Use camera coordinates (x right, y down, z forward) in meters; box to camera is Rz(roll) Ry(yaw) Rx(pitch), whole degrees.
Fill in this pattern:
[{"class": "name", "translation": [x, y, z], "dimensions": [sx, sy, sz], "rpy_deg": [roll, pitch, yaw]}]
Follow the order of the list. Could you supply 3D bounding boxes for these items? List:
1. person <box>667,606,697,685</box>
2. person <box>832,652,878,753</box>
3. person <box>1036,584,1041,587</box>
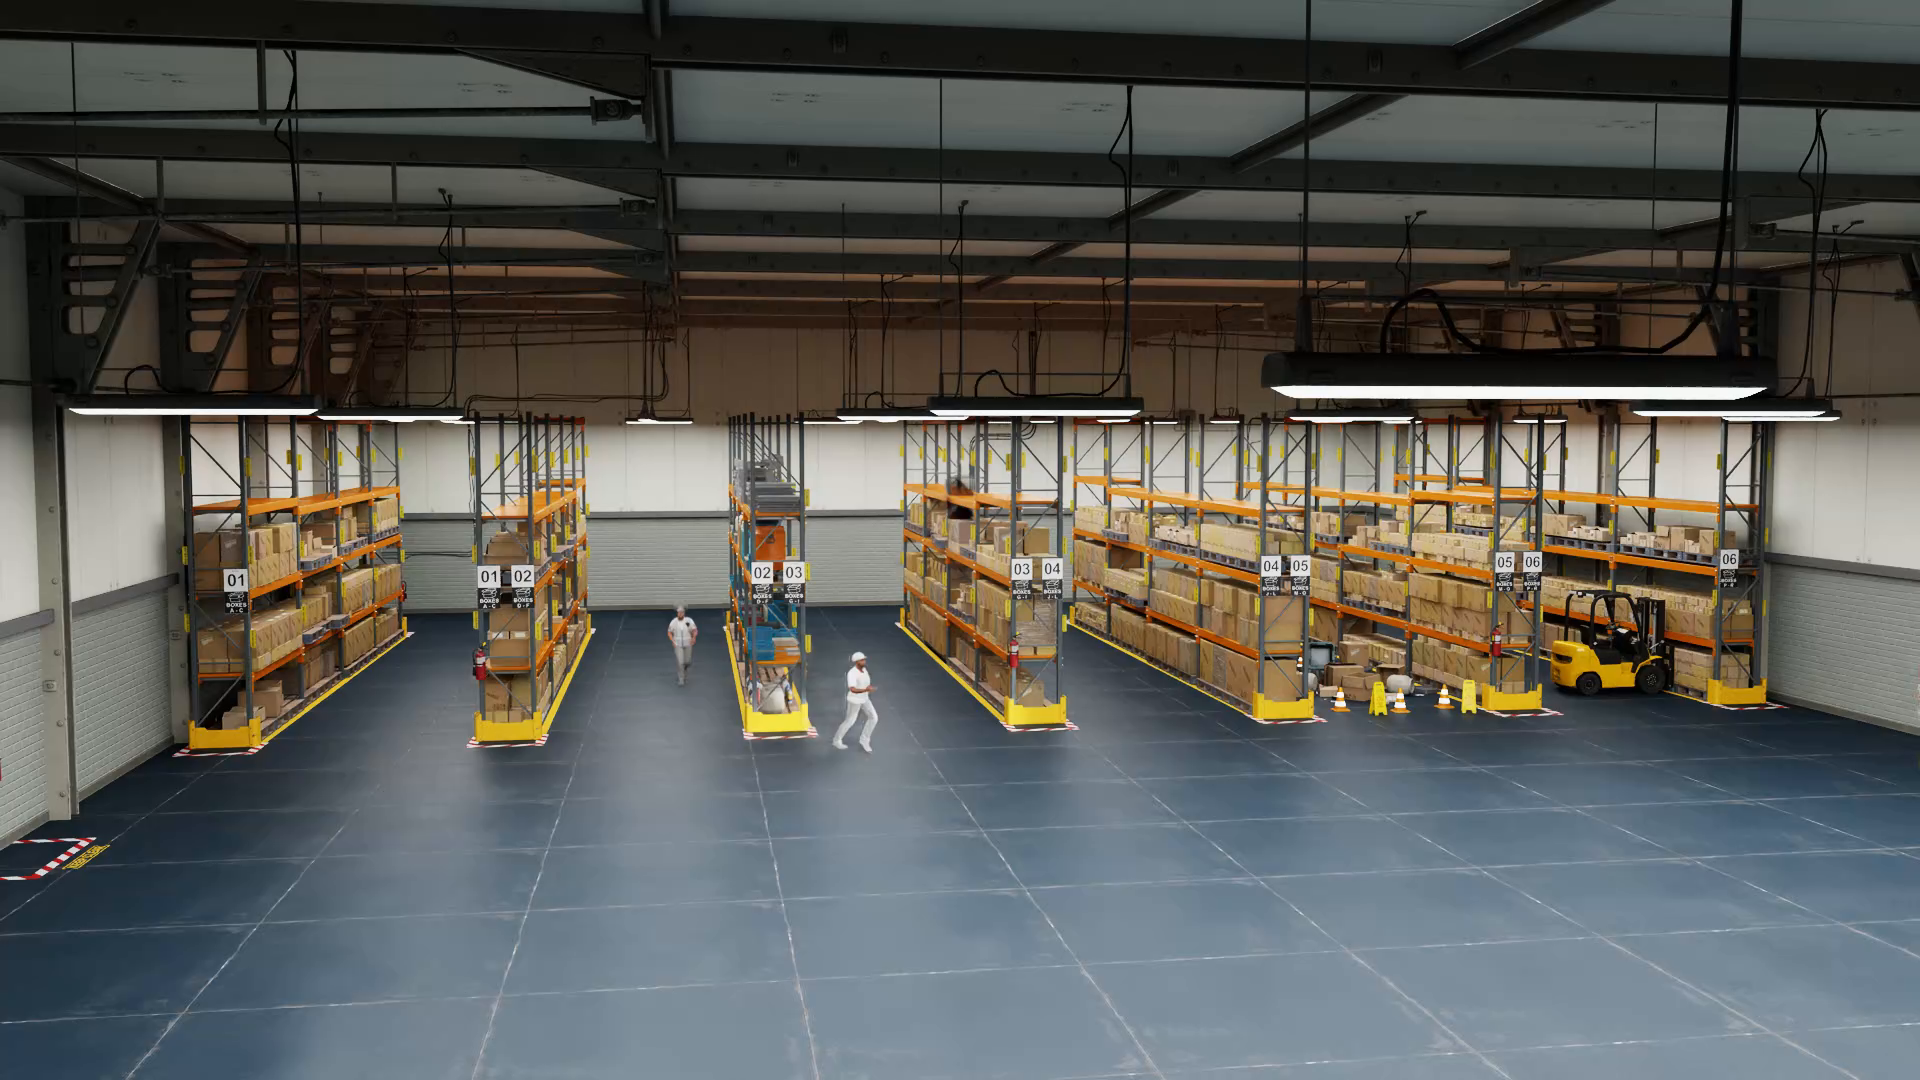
[{"class": "person", "translation": [-6.198, 2.334, 37.150], "dimensions": [0.661, 1.755, 0.564], "rpy_deg": [-1, 4, -11]}, {"class": "person", "translation": [-1.795, 2.856, 29.247], "dimensions": [0.884, 1.795, 0.711], "rpy_deg": [2, 4, 28]}, {"class": "person", "translation": [1.908, 1.888, 41.012], "dimensions": [0.582, 1.545, 0.672], "rpy_deg": [-1, 4, -15]}]
